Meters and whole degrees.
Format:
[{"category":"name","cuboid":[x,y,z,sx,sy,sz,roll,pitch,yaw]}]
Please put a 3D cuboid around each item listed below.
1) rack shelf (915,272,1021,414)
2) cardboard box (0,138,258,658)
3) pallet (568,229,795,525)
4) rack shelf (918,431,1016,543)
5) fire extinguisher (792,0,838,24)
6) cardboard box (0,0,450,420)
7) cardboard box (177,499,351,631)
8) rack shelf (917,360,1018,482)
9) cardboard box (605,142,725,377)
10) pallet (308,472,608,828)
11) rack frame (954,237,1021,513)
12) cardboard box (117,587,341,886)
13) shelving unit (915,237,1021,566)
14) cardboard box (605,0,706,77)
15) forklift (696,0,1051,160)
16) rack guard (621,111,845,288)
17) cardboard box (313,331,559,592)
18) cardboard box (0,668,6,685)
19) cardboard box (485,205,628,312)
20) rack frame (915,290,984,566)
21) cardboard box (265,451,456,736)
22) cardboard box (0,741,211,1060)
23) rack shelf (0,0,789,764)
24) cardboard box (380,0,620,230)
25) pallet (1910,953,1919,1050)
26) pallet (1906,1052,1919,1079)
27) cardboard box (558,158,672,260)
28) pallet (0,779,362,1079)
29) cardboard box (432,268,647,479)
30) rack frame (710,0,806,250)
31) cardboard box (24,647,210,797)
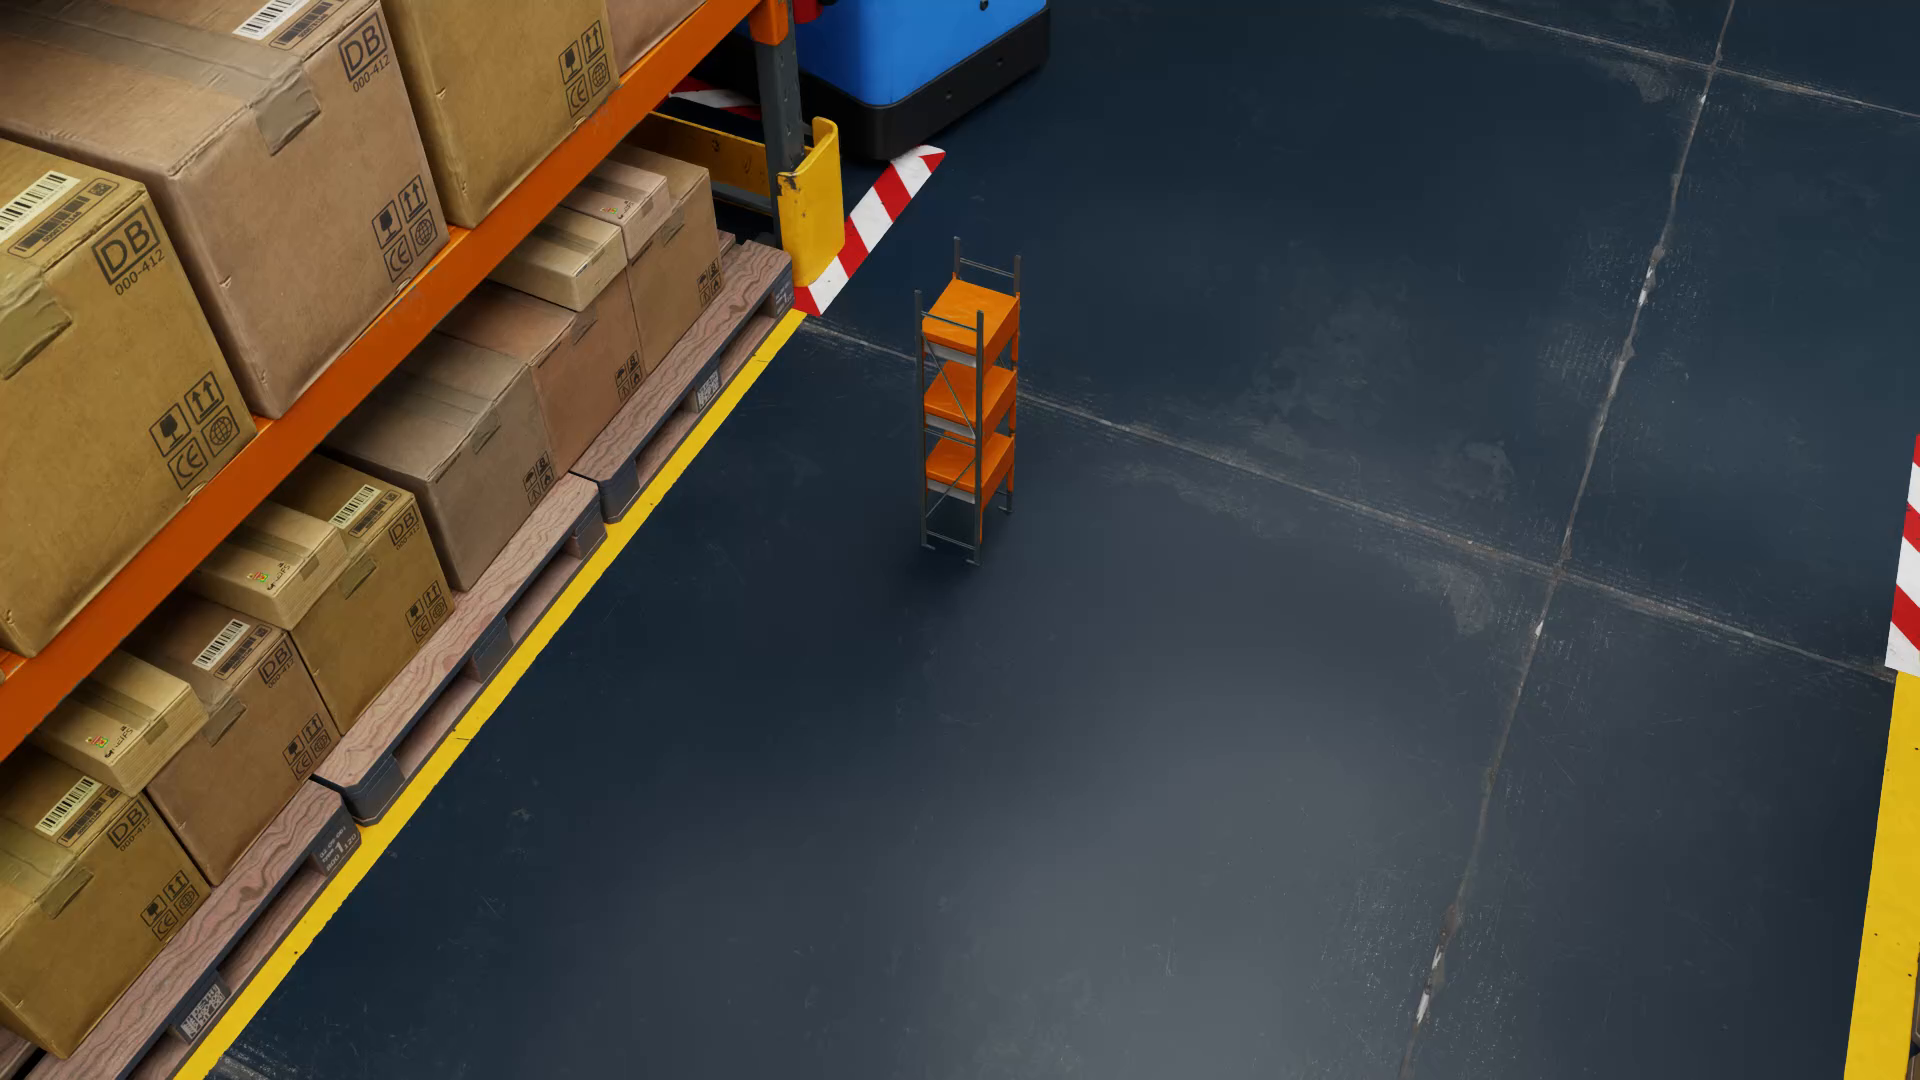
[{"category":"rack shelf","cuboid":[0.023,-0.554,4.673,0.215,0.259,0.240,20,52,16]},{"category":"cardboard box","cuboid":[-2.163,-0.375,3.402,0.980,0.700,0.700,19,52,15]},{"category":"pallet","cuboid":[-1.289,-0.683,5.693,1.003,0.211,1.213,20,52,16]},{"category":"rack shelf","cuboid":[0.023,-0.190,5.101,0.215,0.259,0.240,20,52,16]},{"category":"fire extinguisher","cuboid":[-0.536,-1.971,5.253,0.296,0.674,0.183,20,52,16]},{"category":"cardboard box","cuboid":[-1.861,-0.879,3.831,0.980,0.700,0.700,18,52,14]},{"category":"cardboard box","cuboid":[-1.780,0.038,4.188,0.380,0.149,0.250,18,52,15]},{"category":"rack shelf","cuboid":[0.023,-0.370,4.890,0.215,0.259,0.240,20,52,16]},{"category":"cardboard box","cuboid":[-1.226,-0.974,5.475,0.700,0.500,0.500,20,52,16]},{"category":"pallet","cuboid":[-1.811,0.154,4.980,1.003,0.211,1.213,20,52,16]},{"category":"rack frame","cuboid":[0.075,-0.461,4.953,0.200,1.050,0.008,20,52,16]},{"category":"cardboard box","cuboid":[-2.097,0.439,4.272,0.700,0.500,0.500,19,52,16]},{"category":"shelving unit","cuboid":[0.023,-0.377,4.882,0.215,1.050,0.252,20,52,16]},{"category":"cardboard box","cuboid":[-1.227,-1.906,4.705,0.980,0.700,0.700,22,53,18]},{"category":"forklift","cuboid":[-1.066,-3.399,6.218,3.031,2.935,1.130,35,58,26]},{"category":"rack guard","cuboid":[-1.008,-1.369,6.087,1.175,0.500,0.348,20,52,16]},{"category":"cardboard box","cuboid":[-1.654,-0.283,4.887,0.700,0.500,0.500,18,52,15]},{"category":"cardboard box","cuboid":[-2.480,0.126,2.976,0.980,0.700,0.700,21,53,17]},{"category":"cardboard box","cuboid":[-1.225,-0.861,4.952,0.380,0.149,0.250,21,53,17]},{"category":"rack frame","cuboid":[-0.029,-0.293,4.810,0.200,1.050,0.008,20,52,16]},{"category":"cardboard box","cuboid":[-1.876,0.086,4.573,0.700,0.500,0.500,21,53,17]},{"category":"cardboard box","cuboid":[-2.314,0.784,3.979,0.700,0.500,0.500,20,53,17]},{"category":"rack shelf","cuboid":[-1.872,-0.553,4.223,1.077,0.370,4.000,20,52,16]},{"category":"cardboard box","cuboid":[-1.527,-1.401,4.276,0.980,0.700,0.700,19,52,16]},{"category":"pallet","cuboid":[3.090,0.952,4.302,1.003,0.211,1.213,20,52,16]},{"category":"pallet","cuboid":[2.568,1.789,3.590,1.003,0.211,1.213,20,52,16]},{"category":"cardboard box","cuboid":[-1.117,-1.037,5.102,0.380,0.149,0.250,19,52,16]},{"category":"pallet","cuboid":[-2.331,0.997,4.263,1.003,0.211,1.213,20,52,16]},{"category":"cardboard box","cuboid":[-1.440,-0.630,5.182,0.700,0.500,0.500,20,52,16]},{"category":"rack frame","cuboid":[-1.018,-2.163,5.121,1.000,3.000,0.127,20,52,16]},{"category":"cardboard box","cuboid":[-2.003,0.397,3.882,0.380,0.149,0.250,21,53,17]}]
